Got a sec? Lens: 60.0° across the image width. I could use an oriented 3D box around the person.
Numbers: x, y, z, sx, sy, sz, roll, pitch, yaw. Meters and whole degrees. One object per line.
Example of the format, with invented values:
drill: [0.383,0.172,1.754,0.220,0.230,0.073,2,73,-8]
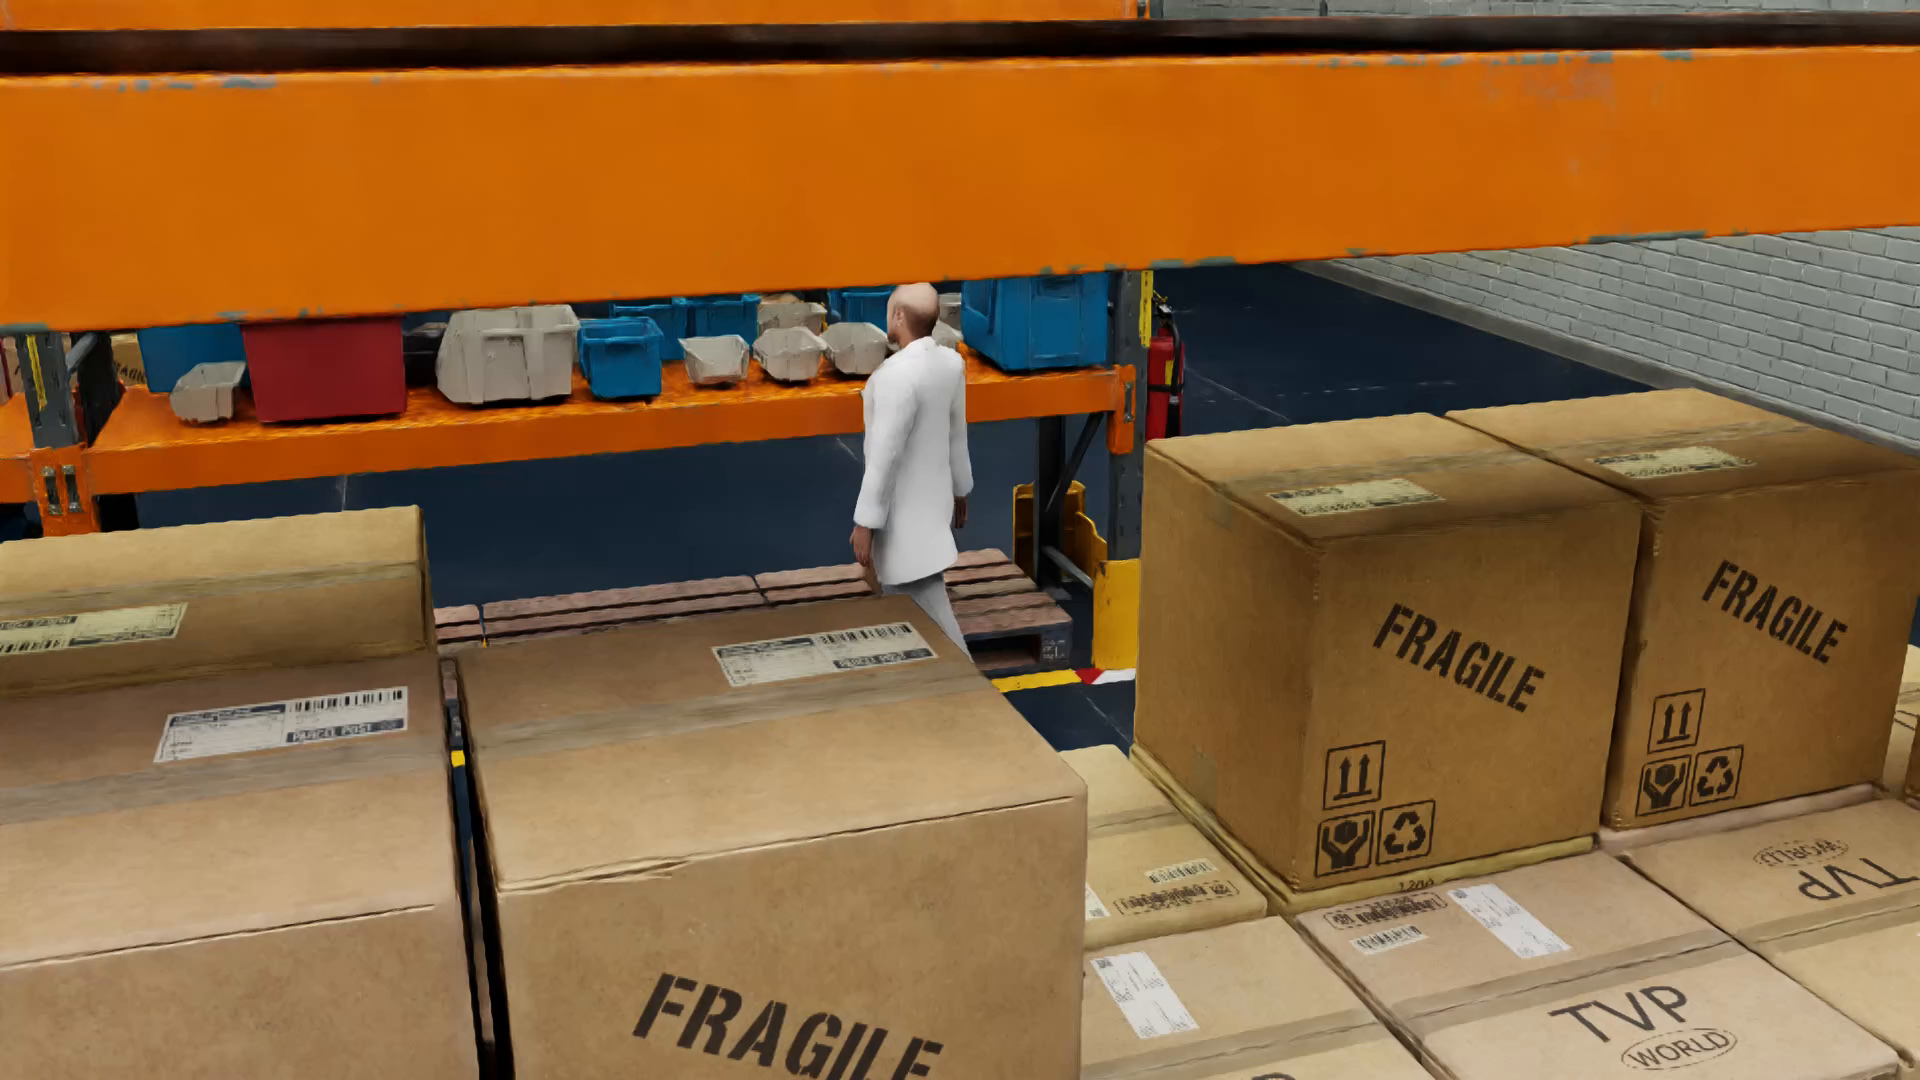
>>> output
person: [-0.191,-0.121,6.420,0.705,1.772,0.685,8,20,22]
